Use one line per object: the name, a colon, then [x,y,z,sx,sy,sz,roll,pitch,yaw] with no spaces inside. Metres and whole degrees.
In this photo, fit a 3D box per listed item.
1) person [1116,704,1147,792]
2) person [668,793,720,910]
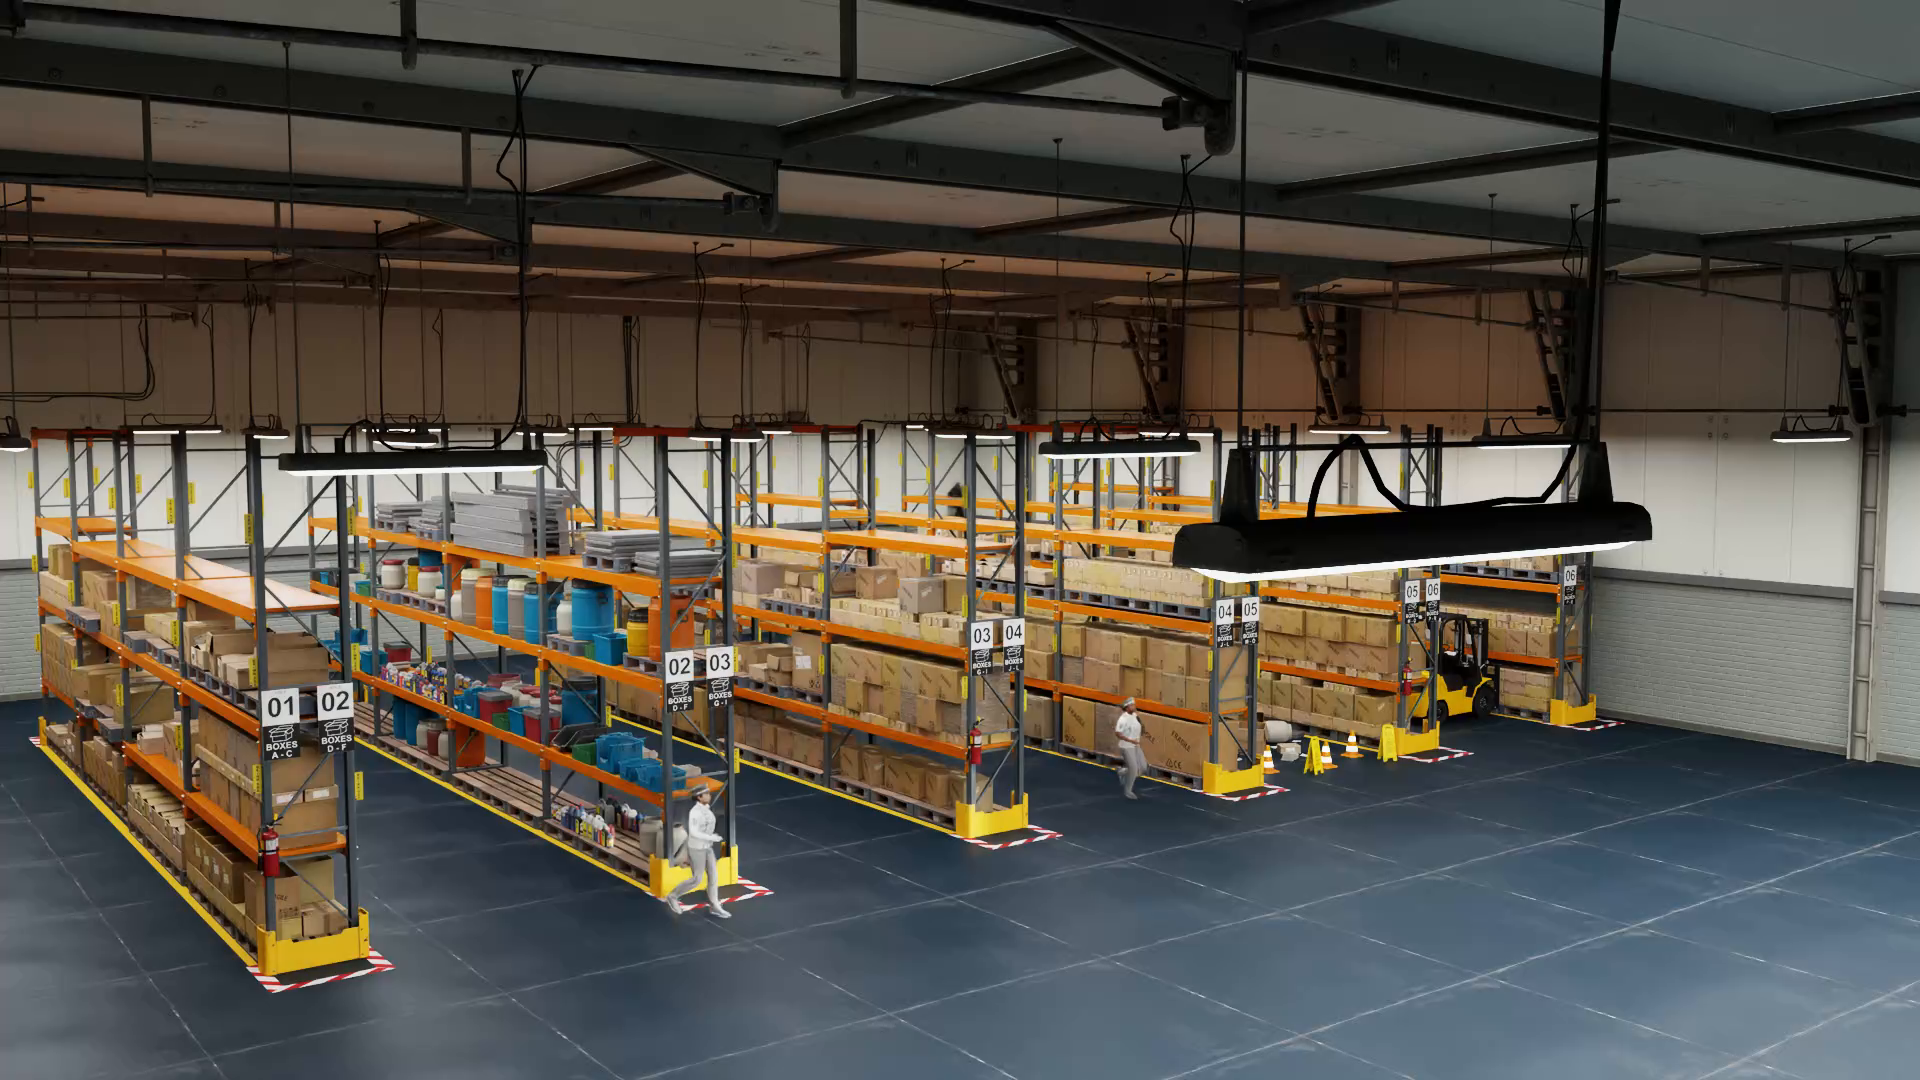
person: [2.796,3.363,27.142,0.473,1.534,0.623,3,6,37]
person: [-3.311,3.836,20.748,0.636,1.580,0.640,1,5,8]
